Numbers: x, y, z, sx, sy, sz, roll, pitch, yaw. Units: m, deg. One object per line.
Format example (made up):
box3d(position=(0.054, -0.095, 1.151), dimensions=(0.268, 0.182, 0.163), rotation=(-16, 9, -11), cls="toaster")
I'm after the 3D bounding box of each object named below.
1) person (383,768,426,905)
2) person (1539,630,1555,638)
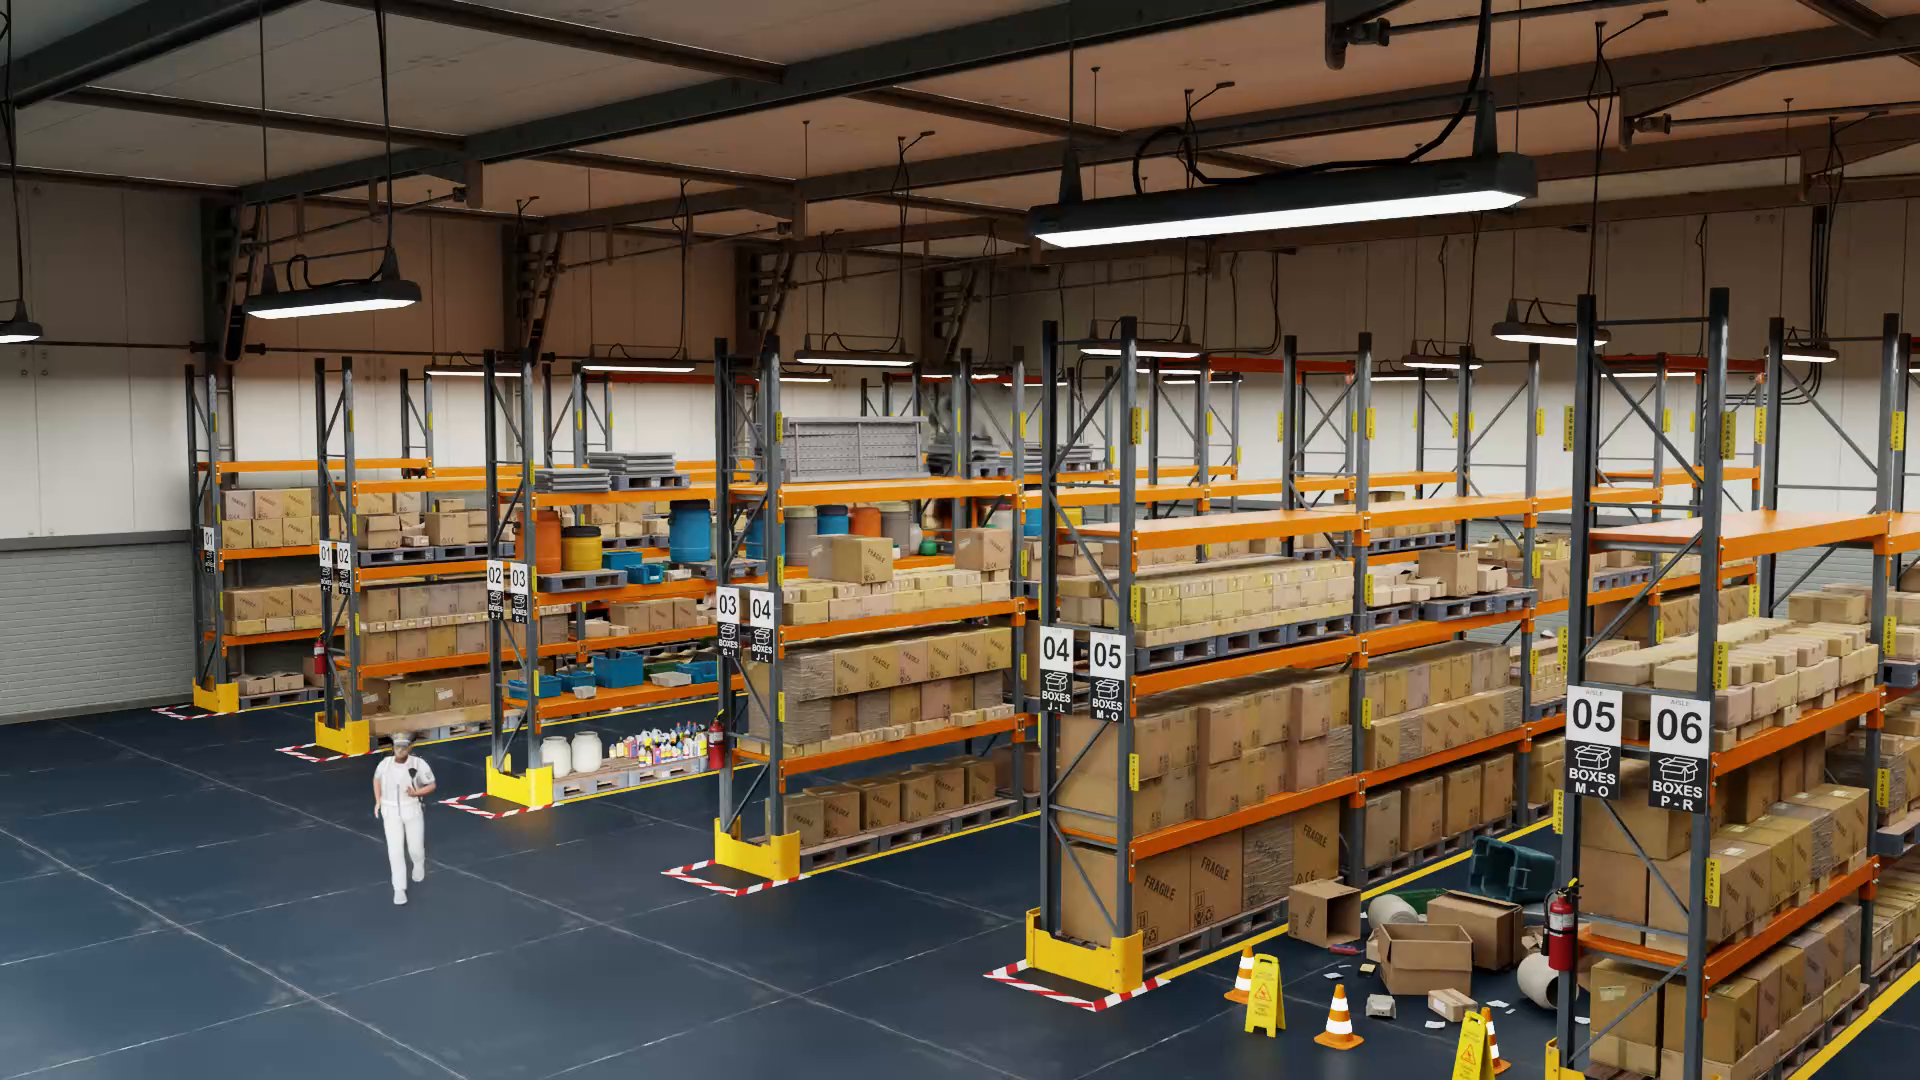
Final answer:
box3d(position=(-5.920, 3.094, 17.746), dimensions=(0.440, 1.384, 0.919), rotation=(-1, 4, -11), cls="person")
box3d(position=(9.331, 2.282, 26.259), dimensions=(0.469, 1.736, 0.643), rotation=(-4, 6, -43), cls="person")
